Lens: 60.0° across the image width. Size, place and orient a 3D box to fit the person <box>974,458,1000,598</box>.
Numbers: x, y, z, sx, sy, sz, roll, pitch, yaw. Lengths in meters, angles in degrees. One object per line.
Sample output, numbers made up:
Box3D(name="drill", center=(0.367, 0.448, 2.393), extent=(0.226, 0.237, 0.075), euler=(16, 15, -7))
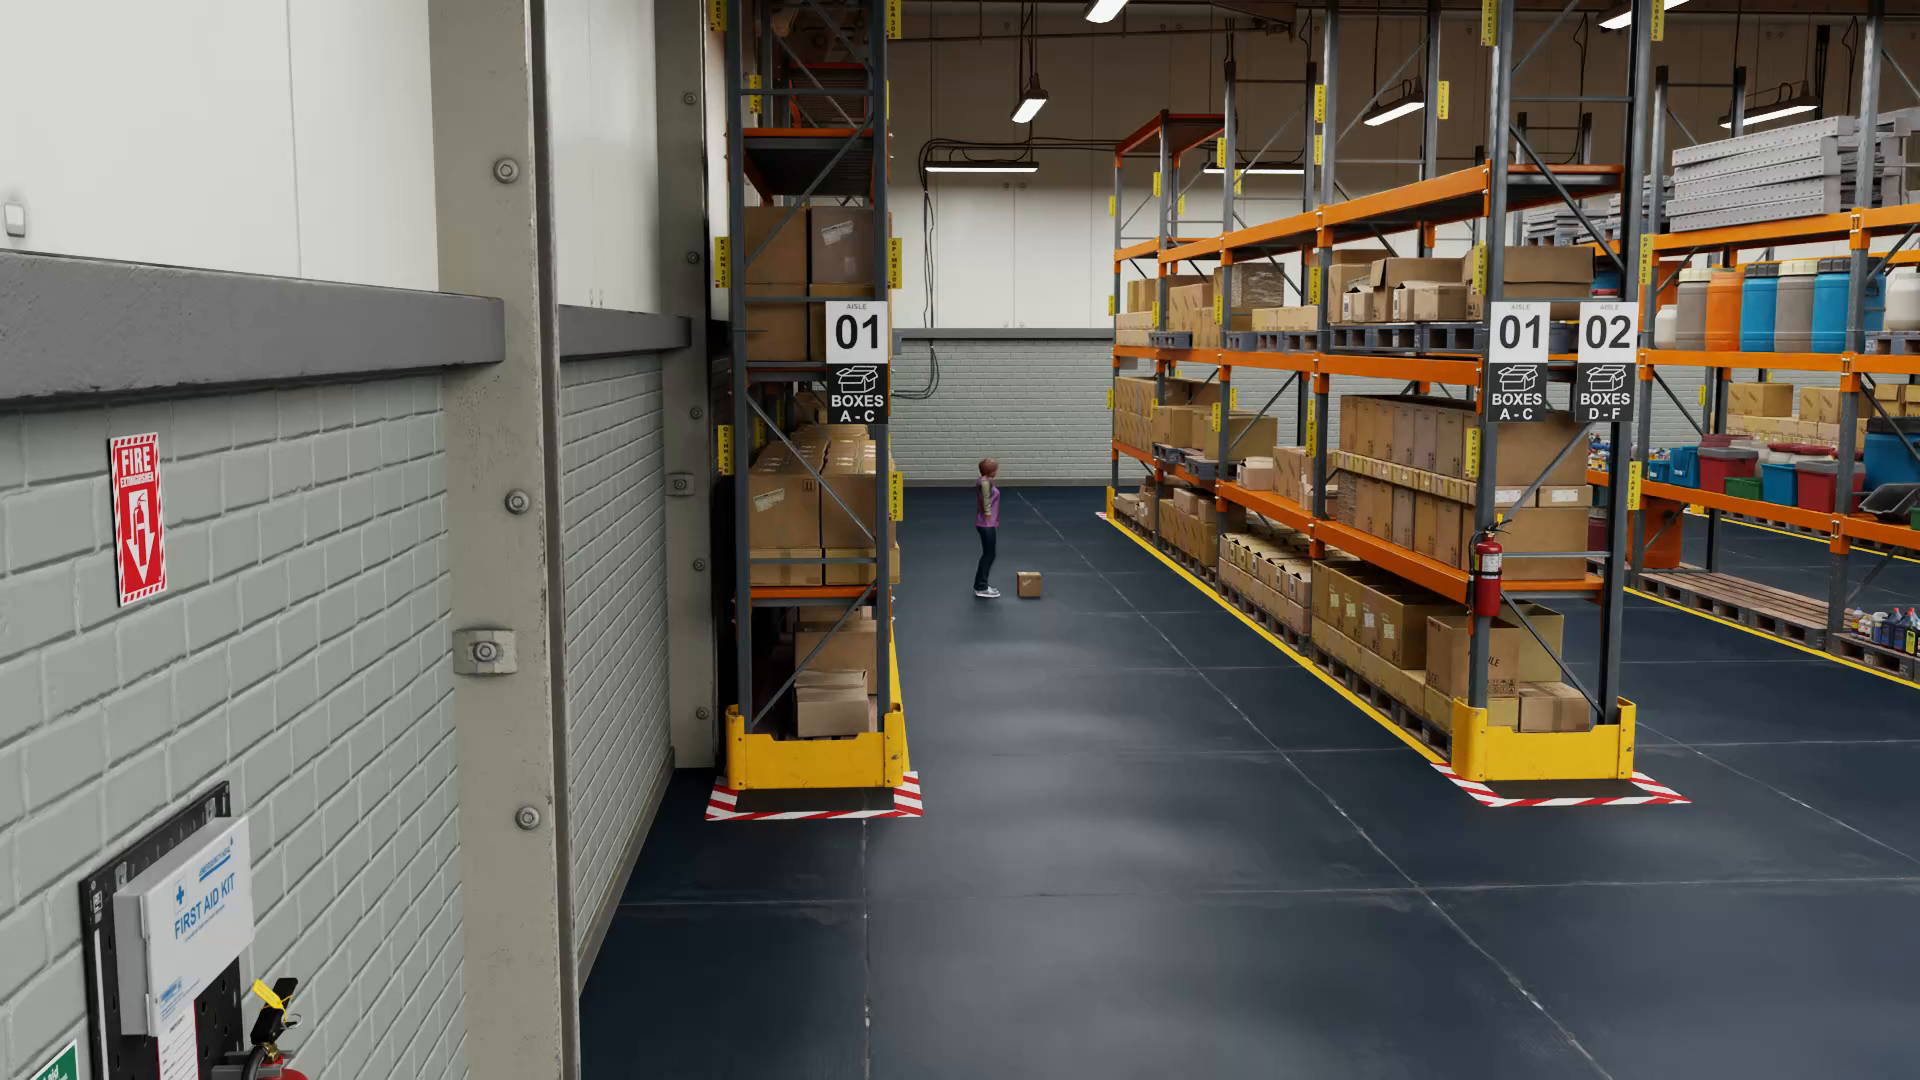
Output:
Box3D(name="person", center=(0.308, -0.151, 19.053), extent=(0.301, 1.594, 0.407), euler=(0, 7, -3))
